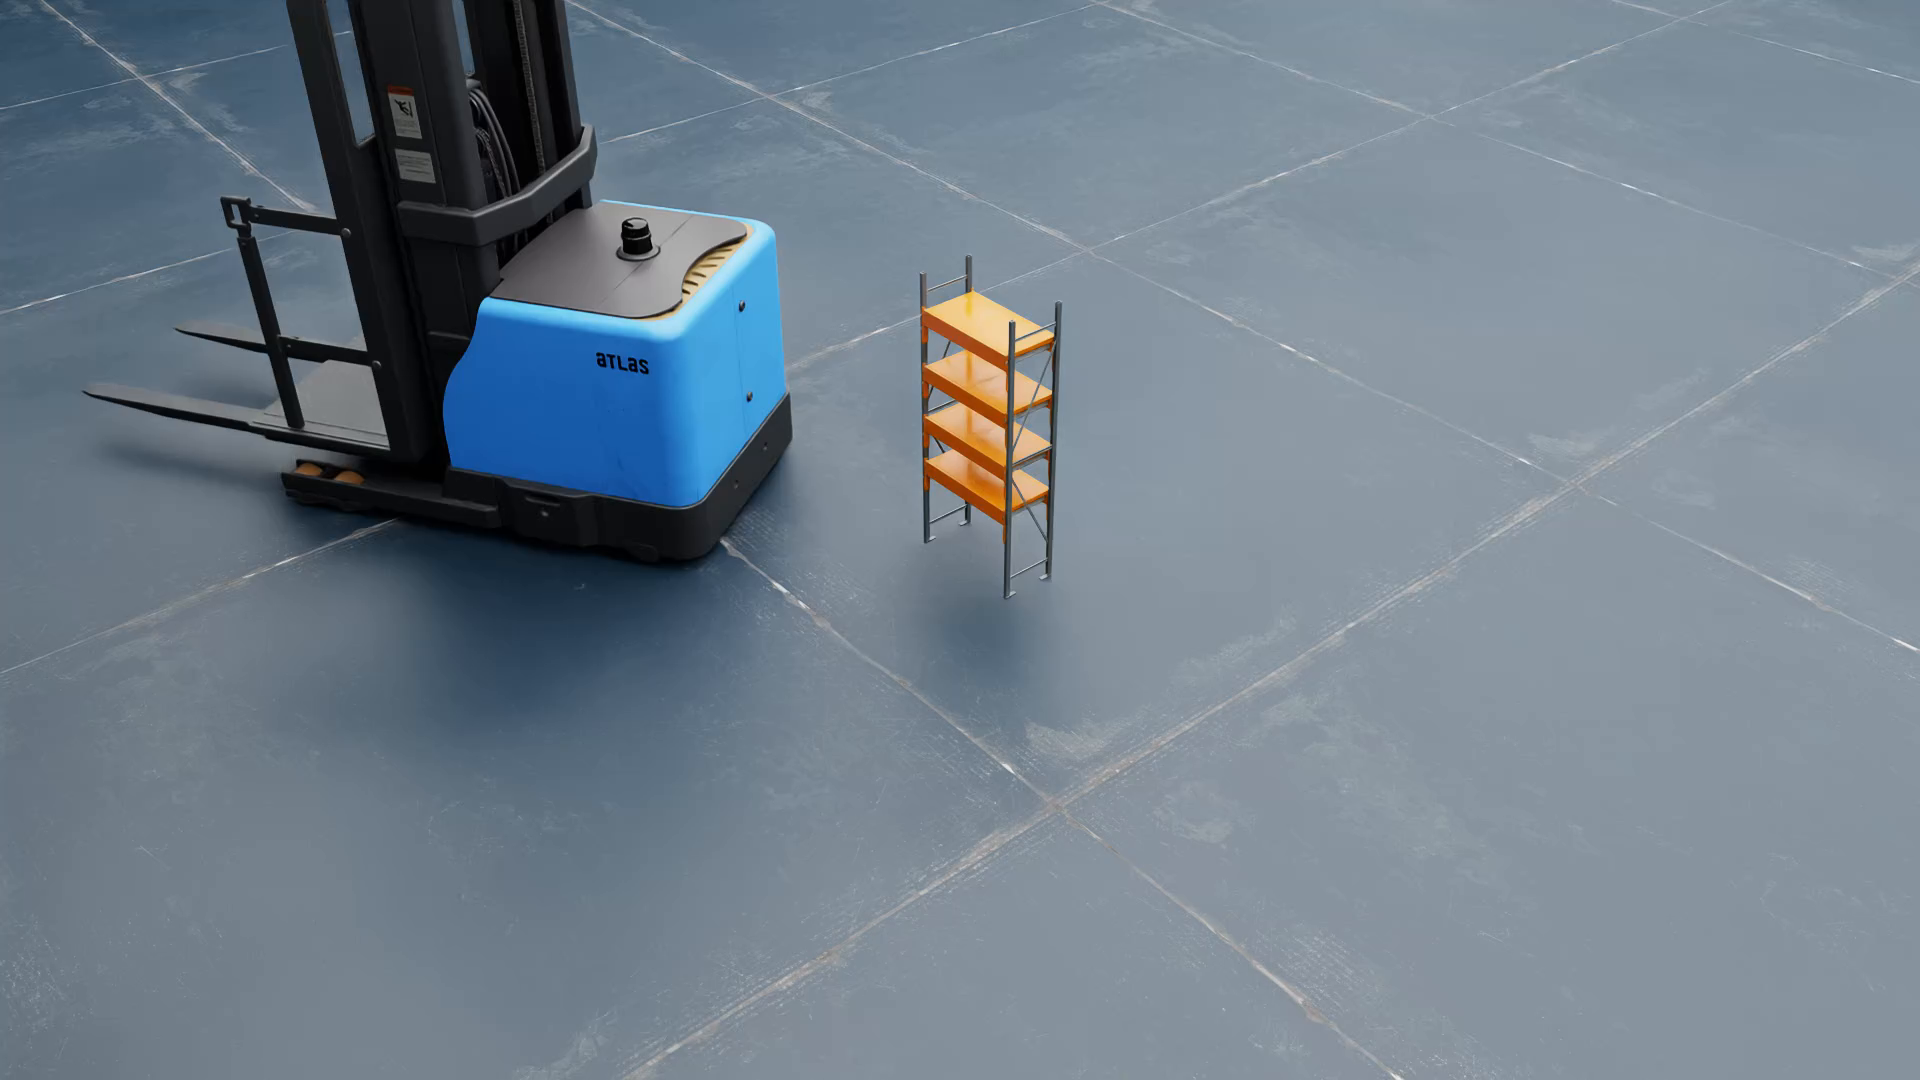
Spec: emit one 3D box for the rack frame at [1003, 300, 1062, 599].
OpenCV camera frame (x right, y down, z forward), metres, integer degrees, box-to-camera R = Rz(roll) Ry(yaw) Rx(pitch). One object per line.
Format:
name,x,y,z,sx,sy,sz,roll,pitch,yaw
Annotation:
rack frame,0.264,-0.309,6.148,0.240,1.200,0.015,-26,43,-32

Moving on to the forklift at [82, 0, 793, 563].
forklift,-2.305,-1.593,6.464,3.031,2.935,1.130,10,37,14

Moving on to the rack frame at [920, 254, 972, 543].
rack frame,-0.051,-0.524,6.452,0.240,1.200,0.015,-26,43,-32

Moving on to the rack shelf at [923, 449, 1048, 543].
rack shelf,0.107,-0.200,6.454,0.258,0.148,0.480,-26,43,-32

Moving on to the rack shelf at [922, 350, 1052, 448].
rack shelf,0.107,-0.544,6.210,0.258,0.148,0.480,-26,43,-32

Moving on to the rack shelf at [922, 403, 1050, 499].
rack shelf,0.107,-0.362,6.339,0.258,0.148,0.480,-26,43,-32

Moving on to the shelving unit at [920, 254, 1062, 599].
shelving unit,0.107,-0.417,6.300,0.258,1.200,0.503,-26,43,-32

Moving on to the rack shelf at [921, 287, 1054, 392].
rack shelf,0.107,-0.737,6.073,0.258,0.148,0.480,-26,43,-32
